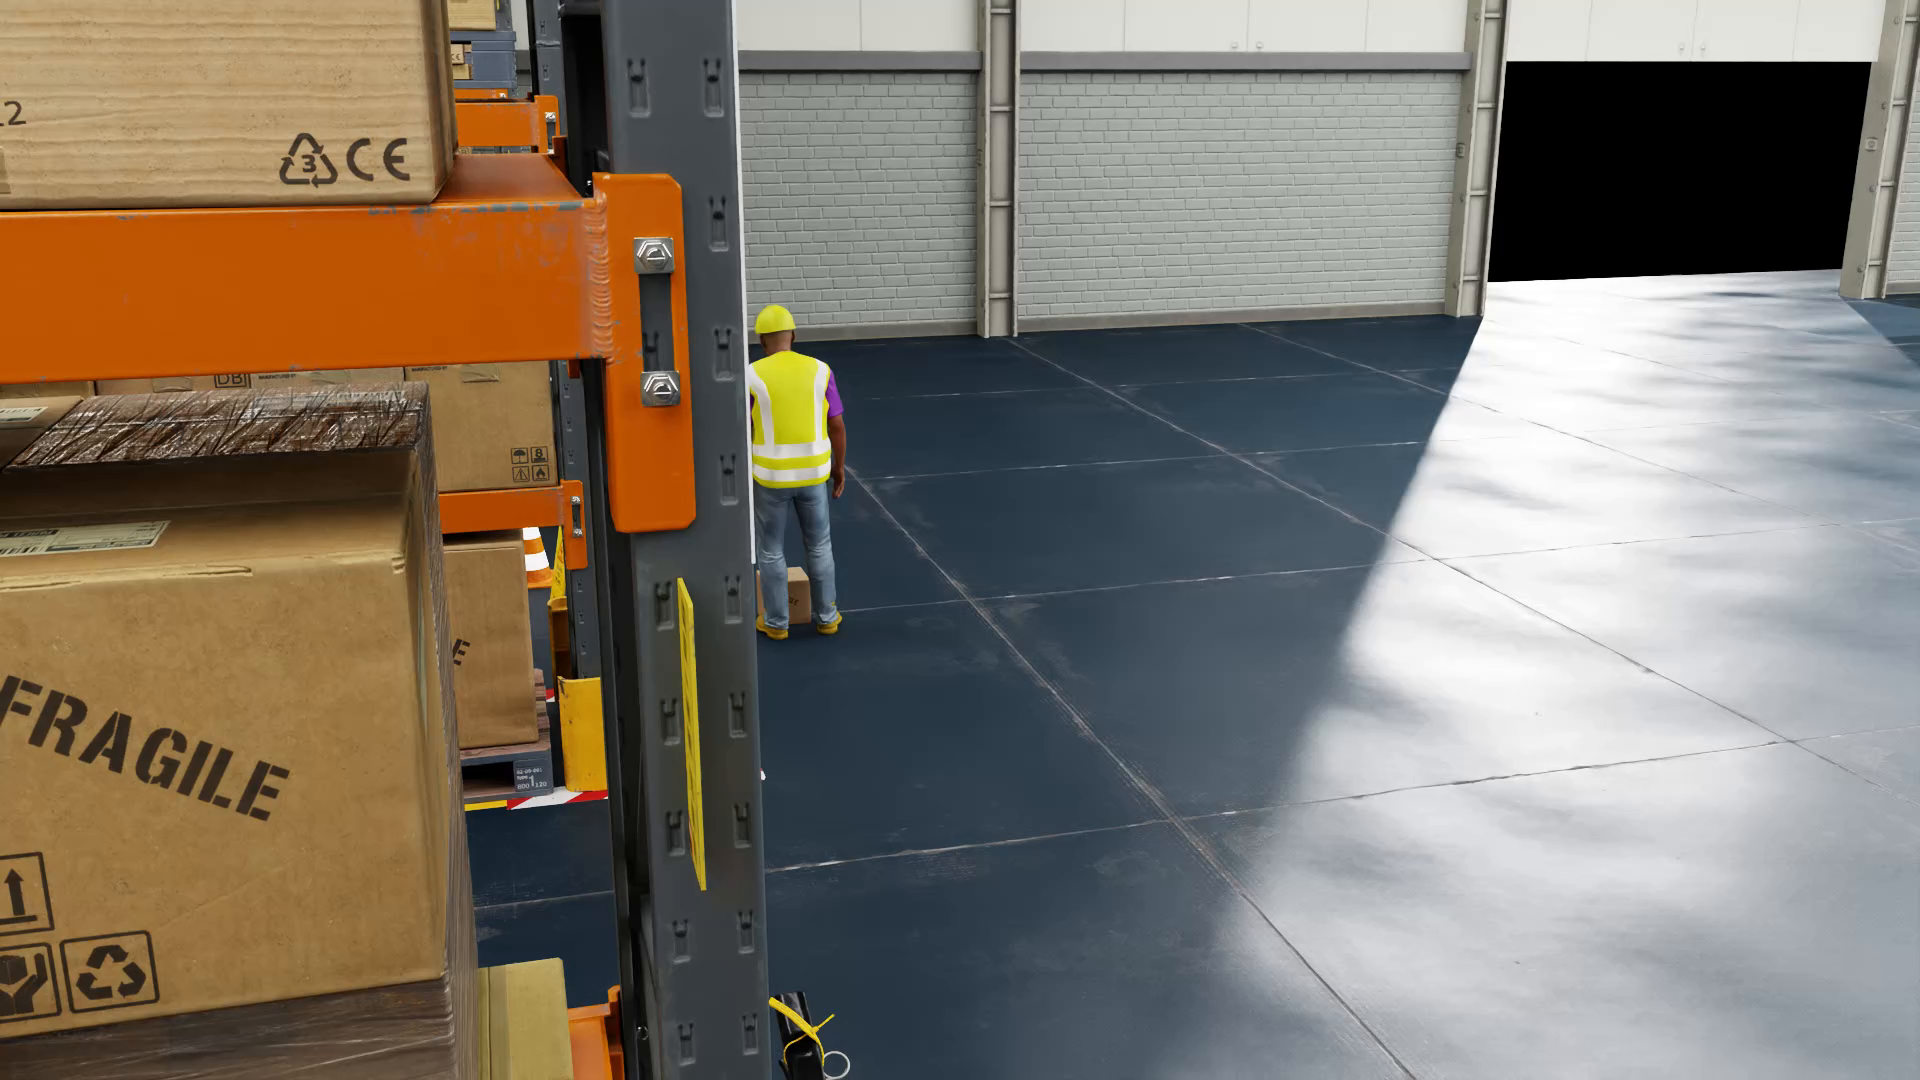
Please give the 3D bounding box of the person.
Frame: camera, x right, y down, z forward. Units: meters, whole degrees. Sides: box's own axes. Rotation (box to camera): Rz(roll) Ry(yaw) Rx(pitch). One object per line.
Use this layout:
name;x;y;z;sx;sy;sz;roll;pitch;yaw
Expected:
person;-0.906;-0.352;8.738;0.631;1.759;0.461;-6;17;-19
